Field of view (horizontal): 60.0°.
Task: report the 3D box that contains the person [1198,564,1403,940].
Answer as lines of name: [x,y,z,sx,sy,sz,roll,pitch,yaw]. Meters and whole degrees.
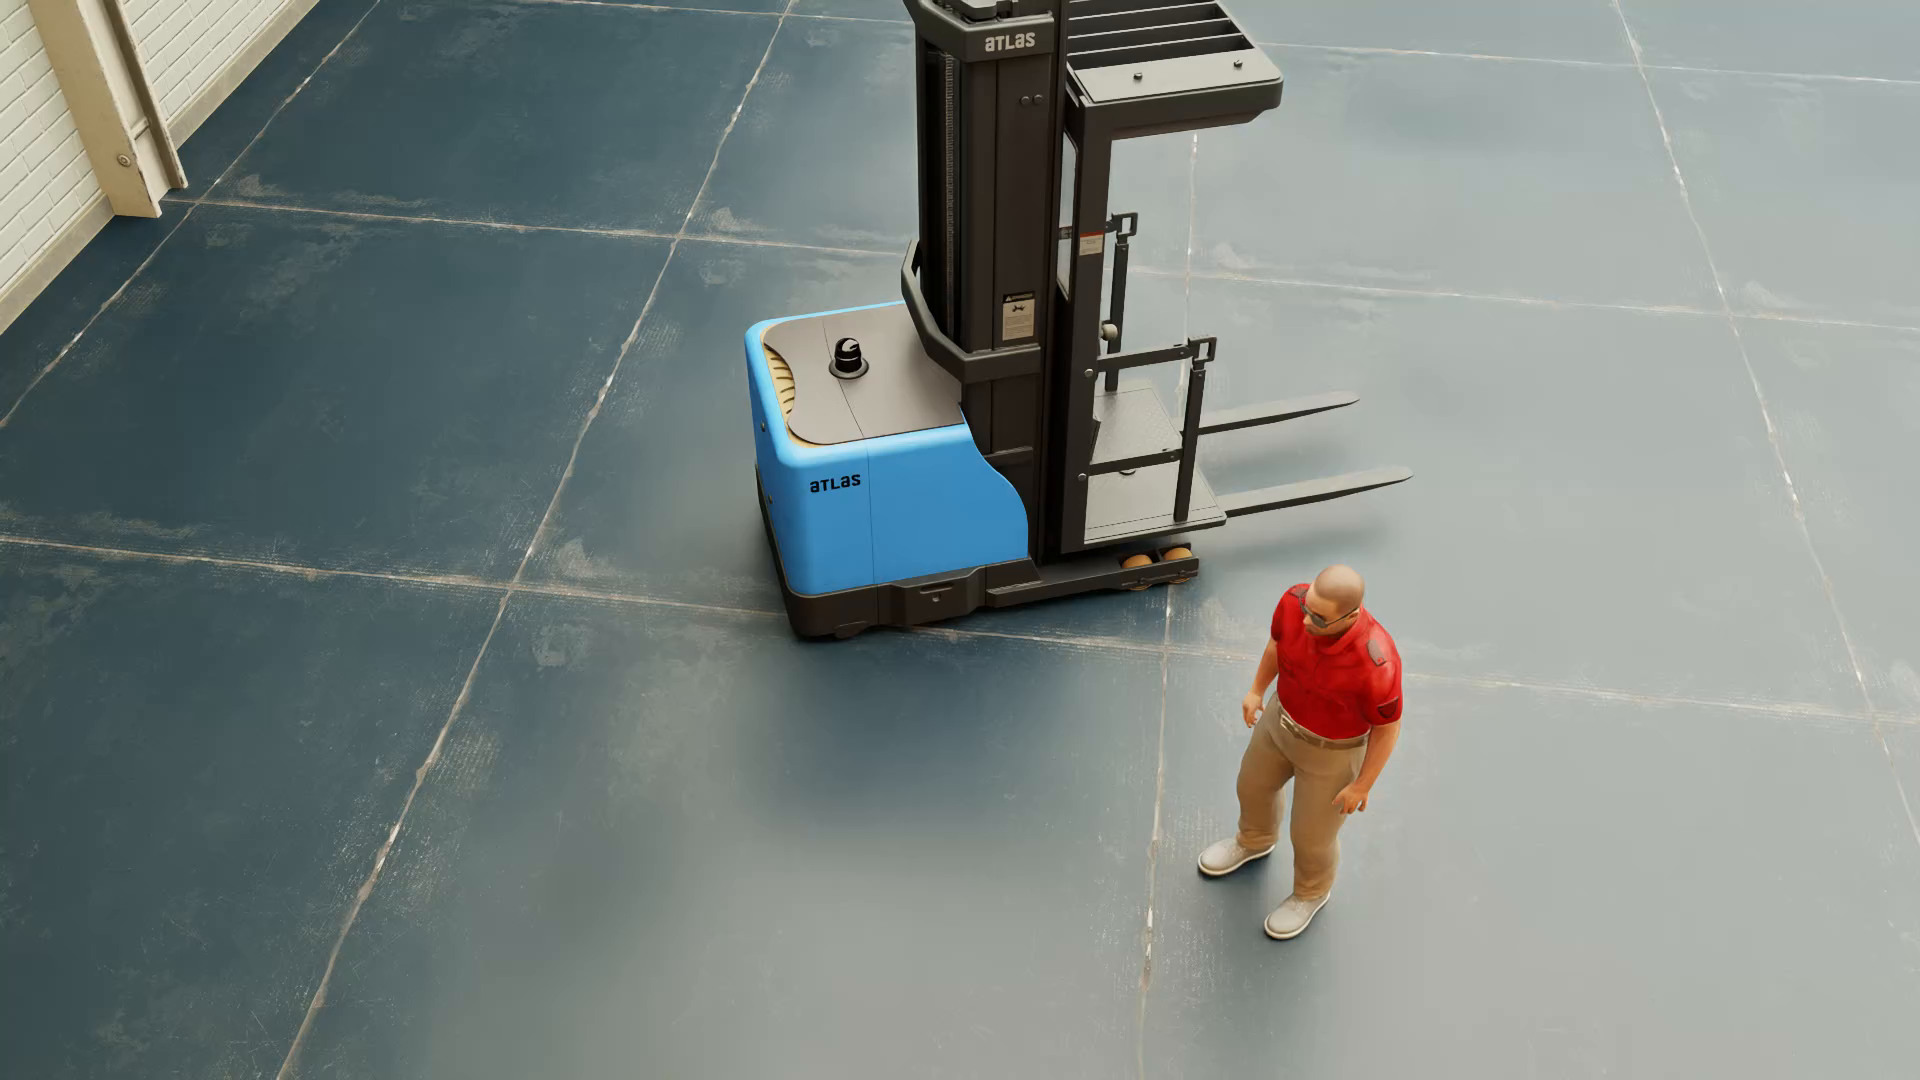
person: [1.225,0.704,5.848,0.402,1.725,0.599,-25,48,-25]

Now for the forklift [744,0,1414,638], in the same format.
forklift: [0.608,-1.185,7.015,3.031,2.935,1.130,-10,43,-11]
